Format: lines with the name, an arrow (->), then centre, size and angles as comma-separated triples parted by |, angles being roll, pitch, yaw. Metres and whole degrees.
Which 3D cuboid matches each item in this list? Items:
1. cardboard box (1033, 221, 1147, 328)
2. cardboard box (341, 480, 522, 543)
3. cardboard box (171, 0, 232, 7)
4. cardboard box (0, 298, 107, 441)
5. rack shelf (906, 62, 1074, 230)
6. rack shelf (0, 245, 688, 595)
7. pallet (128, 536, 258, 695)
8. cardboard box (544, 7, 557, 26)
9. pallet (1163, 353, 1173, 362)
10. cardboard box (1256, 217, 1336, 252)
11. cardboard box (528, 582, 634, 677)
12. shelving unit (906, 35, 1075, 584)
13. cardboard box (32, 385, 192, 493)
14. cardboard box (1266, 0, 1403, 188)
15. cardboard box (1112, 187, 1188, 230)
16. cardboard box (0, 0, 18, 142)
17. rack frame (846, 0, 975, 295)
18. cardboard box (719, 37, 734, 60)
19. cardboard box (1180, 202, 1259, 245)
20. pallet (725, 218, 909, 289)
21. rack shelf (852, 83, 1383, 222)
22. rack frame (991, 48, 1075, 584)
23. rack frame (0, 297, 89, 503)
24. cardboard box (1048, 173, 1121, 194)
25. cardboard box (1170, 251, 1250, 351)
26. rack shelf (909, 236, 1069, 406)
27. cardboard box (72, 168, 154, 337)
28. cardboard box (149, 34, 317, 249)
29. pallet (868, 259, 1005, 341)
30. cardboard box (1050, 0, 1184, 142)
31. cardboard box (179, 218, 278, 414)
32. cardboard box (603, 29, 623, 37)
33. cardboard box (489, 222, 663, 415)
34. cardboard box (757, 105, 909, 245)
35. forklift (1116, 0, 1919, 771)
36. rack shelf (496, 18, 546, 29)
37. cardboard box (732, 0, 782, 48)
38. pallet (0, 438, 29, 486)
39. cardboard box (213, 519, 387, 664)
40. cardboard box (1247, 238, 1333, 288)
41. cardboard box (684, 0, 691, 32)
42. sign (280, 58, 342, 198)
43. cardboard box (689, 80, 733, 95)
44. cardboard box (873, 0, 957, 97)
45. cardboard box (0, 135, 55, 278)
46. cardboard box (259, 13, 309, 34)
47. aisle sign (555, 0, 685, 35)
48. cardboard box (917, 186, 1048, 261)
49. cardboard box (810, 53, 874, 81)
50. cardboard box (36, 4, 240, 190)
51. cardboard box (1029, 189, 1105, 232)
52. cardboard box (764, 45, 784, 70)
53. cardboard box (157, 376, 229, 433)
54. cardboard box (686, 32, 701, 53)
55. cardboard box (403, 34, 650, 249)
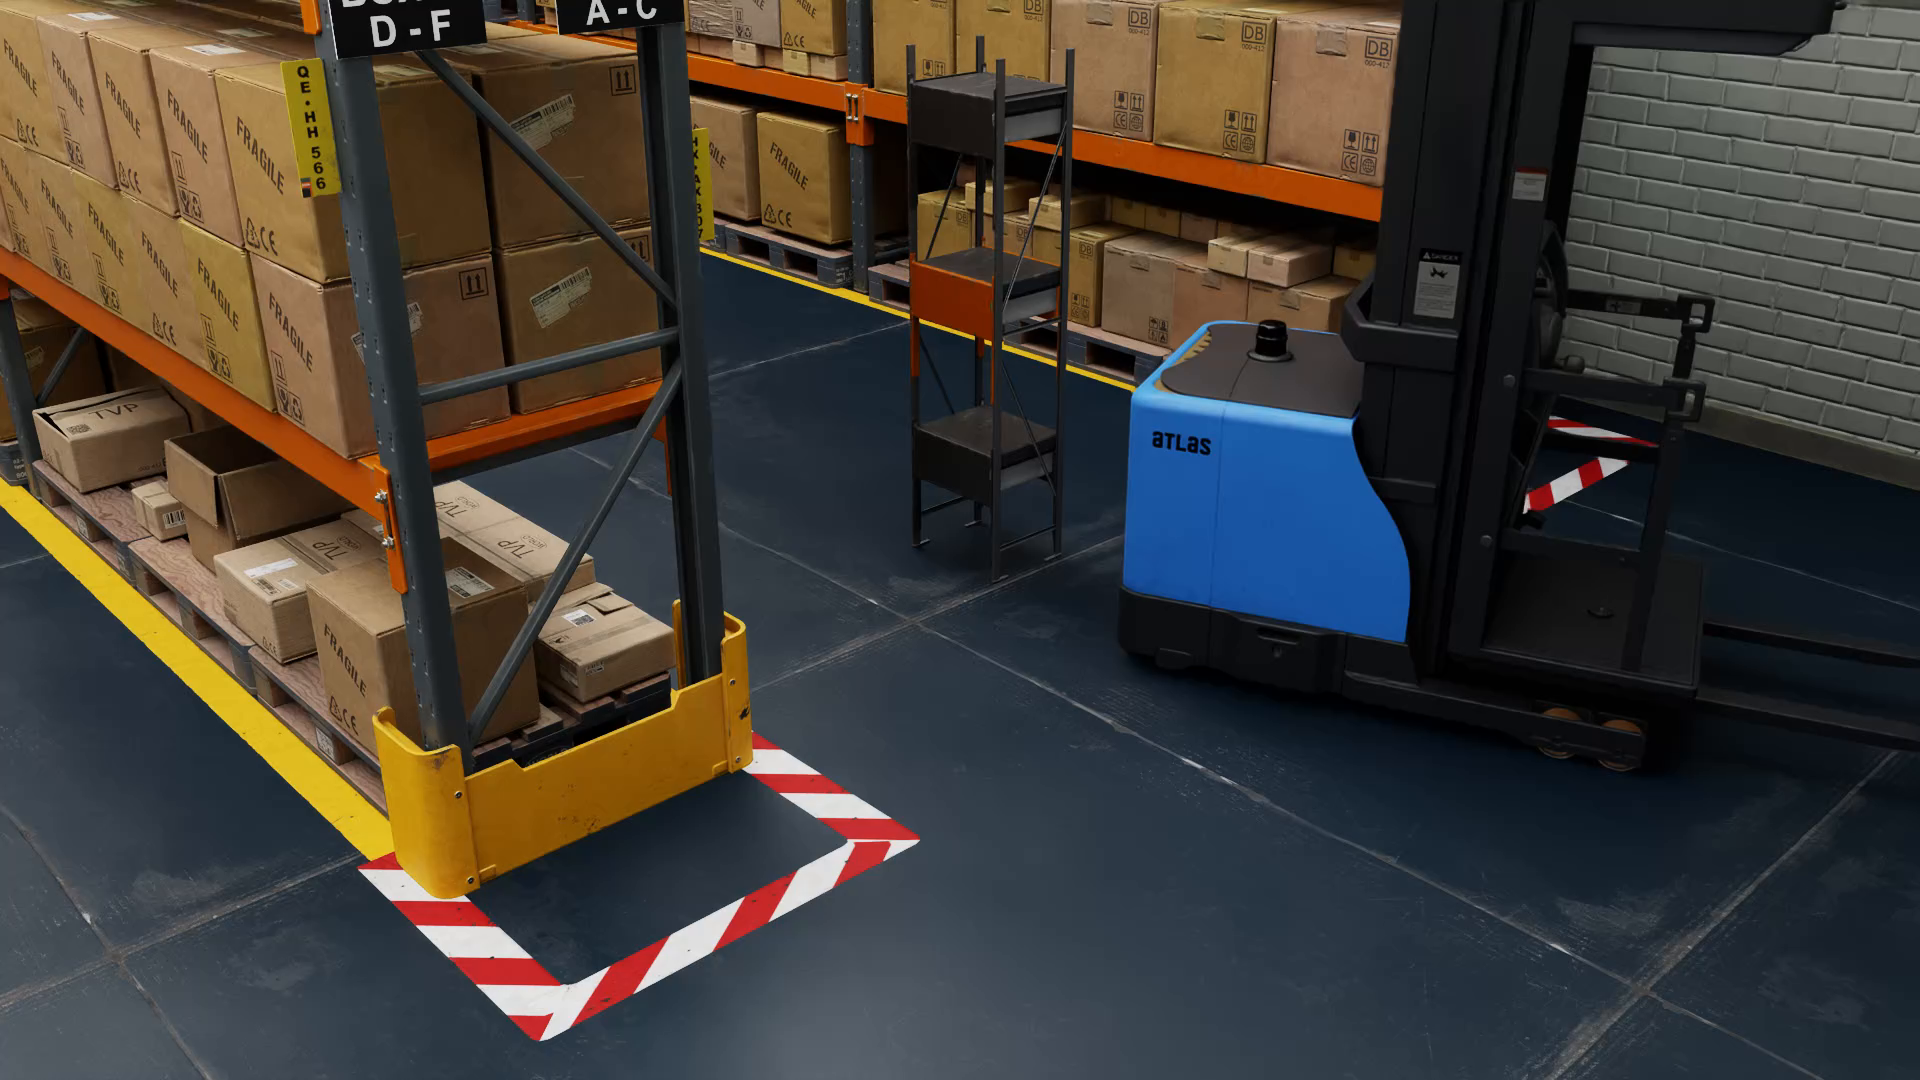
cardboard box -> 0.842, -1.592, 9.632 | 0.700, 0.500, 0.500 | -20, 31, -37
cardboard box -> -2.012, 0.018, 6.380 | 0.500, 0.250, 0.500 | -21, 32, -38
cardboard box -> -2.667, -1.810, 6.279 | 0.500, 0.500, 0.500 | -21, 32, -38
cardboard box -> -4.445, -0.828, 7.933 | 0.500, 0.500, 0.500 | -21, 32, -39
rack shelf -> 0.113, -1.530, 6.419 | 0.431, 0.518, 0.480 | -21, 32, -38
rack shelf -> -2.531, -0.764, 6.177 | 1.077, 0.370, 4.000 | -21, 32, -38
pallet -> -2.591, 0.150, 6.667 | 1.003, 0.211, 1.213 | -21, 32, -38
cardboard box -> -2.963, -4.045, 12.780 | 0.380, 0.149, 0.250 | -22, 32, -39
pallet -> 1.846, -0.843, 8.843 | 1.003, 0.211, 1.213 | -21, 32, -38
cardboard box -> 1.782, -1.596, 8.859 | 0.380, 0.149, 0.250 | -21, 32, -38
cardboard box -> -1.370, 0.304, 5.854 | 0.380, 0.166, 0.250 | -21, 32, -38
shelving unit -> 0.113, -0.905, 6.704 | 0.431, 2.100, 0.503 | -21, 32, -38
cardboard box -> -3.769, -0.485, 7.409 | 0.500, 0.311, 0.500 | -21, 32, -38
cardboard box -> 2.093, -2.180, 8.052 | 0.980, 0.700, 0.700 | -20, 31, -36
cardboard box -> 1.089, -1.903, 9.532 | 0.380, 0.149, 0.250 | -22, 32, -39
cardboard box -> -3.428, -1.818, 6.297 | 0.500, 0.500, 0.500 | -22, 33, -40
rack frame -> -0.285, -3.103, 10.438 | 1.000, 3.000, 0.127 | -21, 32, -38
cardboard box -> -1.398, -3.337, 11.230 | 0.380, 0.149, 0.250 | -21, 32, -38
cardboard box -> 1.437, -1.749, 9.194 | 0.380, 0.149, 0.250 | -21, 32, -38
pallet -> -0.867, -2.047, 11.483 | 1.003, 0.211, 1.213 | -21, 32, -38
rack shelf -> 1.082, -2.170, 9.260 | 1.077, 0.370, 4.000 | -21, 32, -38
rack frame -> 0.280, -0.831, 6.542 | 0.400, 2.100, 0.015 | -21, 32, -38
rack frame -> -3.898, -1.697, 7.356 | 1.000, 3.000, 0.127 | -21, 32, -38
cardboard box -> 0.740, -2.058, 9.872 | 0.380, 0.149, 0.250 | -23, 33, -40
cardboard box -> 1.556, -1.280, 8.949 | 0.700, 0.500, 0.500 | -21, 32, -39
rack shelf -> 0.113, -0.893, 6.710 | 0.431, 0.518, 0.480 | -21, 32, -38
cardboard box -> -2.707, -1.051, 5.818 | 0.500, 0.500, 0.500 | -22, 32, -39
cardboard box -> -2.015, -1.195, 4.930 | 0.500, 0.500, 0.500 | -20, 31, -37
pallet -> 0.178, -1.582, 10.464 | 1.003, 0.211, 1.213 | -21, 32, -38
cardboard box -> 1.074, -2.630, 9.040 | 0.700, 0.700, 0.980 | 22, 32, 39
cardboard box -> -2.026, -0.745, 5.149 | 0.500, 0.500, 0.500 | -21, 32, -38
cardboard box -> -2.415, -3.820, 12.288 | 0.380, 0.149, 0.250 | -22, 32, -39
cardboard box -> -1.275, -0.740, 5.137 | 0.500, 0.500, 0.500 | -20, 32, -37
cardboard box -> -0.824, -2.476, 11.148 | 0.750, 0.750, 0.750 | -21, 32, -38
forklift -> 2.151, -0.813, 5.500 | 3.031, 2.935, 1.130 | 10, 27, 22
rack shelf -> -4.386, -4.594, 14.572 | 1.077, 0.370, 4.000 | -21, 32, -38
cardboard box -> -1.140, -3.513, 10.834 | 0.500, 0.500, 0.500 | -21, 32, -38
pallet -> -4.482, -0.664, 8.451 | 1.003, 0.211, 1.213 | -21, 32, -38
cardboard box -> -2.343, 0.175, 6.036 | 0.500, 0.250, 0.500 | -21, 32, -38
cardboard box -> 1.677, -1.411, 8.454 | 0.380, 0.149, 0.250 | -22, 32, -39
cardboard box -> -1.822, -3.818, 11.502 | 0.500, 0.500, 0.500 | -20, 31, -37
sign -> -1.583, -1.004, 4.061 | 0.100, 0.325, 0.005 | -21, 32, -38
cardboard box -> -2.018, -3.001, 12.298 | 0.750, 0.750, 0.750 | -21, 32, -39
cardboard box -> 0.074, -3.071, 10.006 | 0.980, 0.700, 0.700 | -21, 32, -38
cardboard box -> -3.396, -1.356, 6.489 | 0.500, 0.500, 0.500 | -21, 32, -38
cardboard box -> -1.976, -1.504, 5.607 | 0.500, 0.500, 0.500 | -21, 32, -38
aisle sign -> -0.903, -1.730, 4.297 | 0.394, 0.787, 0.004 | -21, 32, -38
cardboard box -> 0.152, -1.901, 10.310 | 0.700, 0.500, 0.500 | -21, 32, -38
cardboard box -> -0.722, -3.020, 10.535 | 0.380, 0.149, 0.250 | -21, 32, -38
cardboard box -> -2.724, -1.506, 5.613 | 0.500, 0.500, 0.500 | -20, 31, -37
cardboard box -> 0.609, -1.883, 9.488 | 0.380, 0.149, 0.250 | -22, 33, -40
cardboard box -> -1.056, -3.181, 10.888 | 0.380, 0.149, 0.250 | -20, 31, -37
cardboard box -> -3.302, -0.668, 7.581 | 0.500, 0.500, 0.500 | -21, 32, -38
cardboard box -> -1.732, -3.501, 11.589 | 0.380, 0.149, 0.250 | -20, 31, -37
cardboard box -> -1.275, -1.195, 4.929 | 0.500, 0.500, 0.500 | -20, 31, -37
